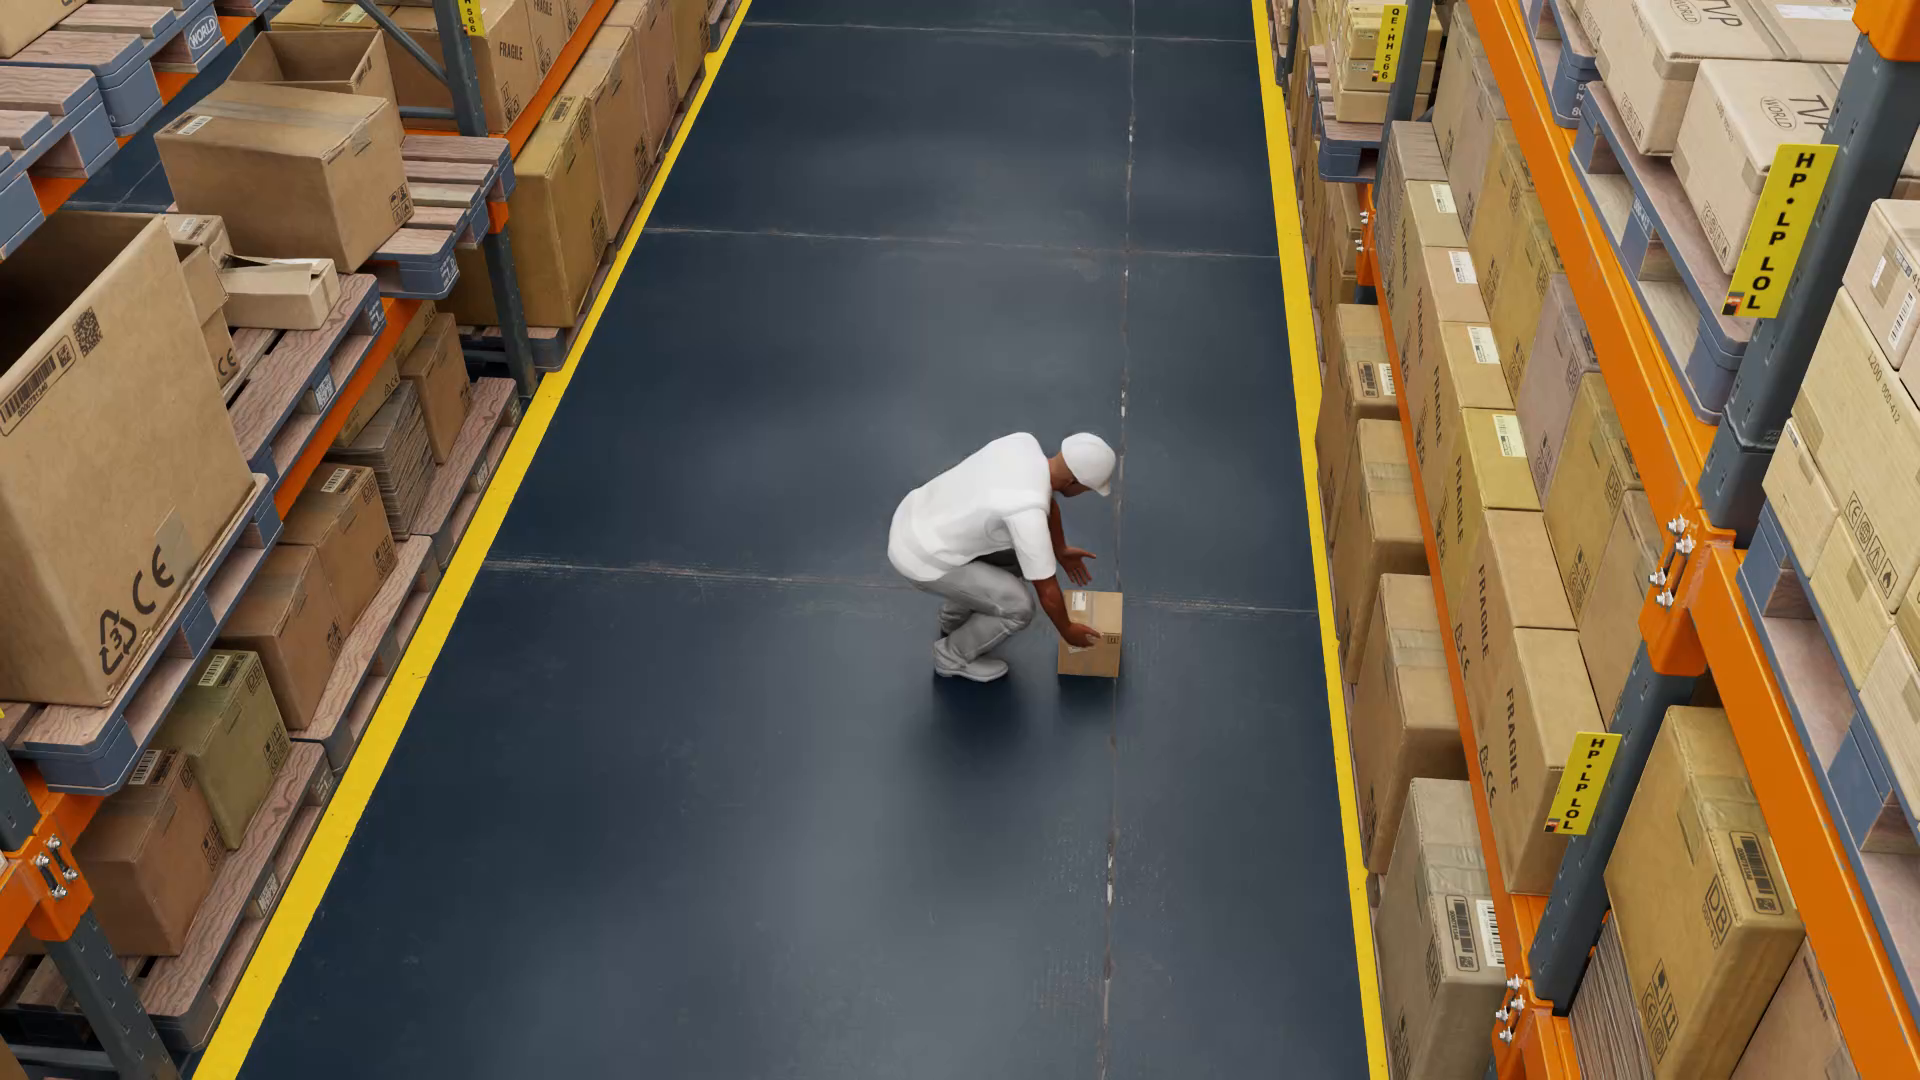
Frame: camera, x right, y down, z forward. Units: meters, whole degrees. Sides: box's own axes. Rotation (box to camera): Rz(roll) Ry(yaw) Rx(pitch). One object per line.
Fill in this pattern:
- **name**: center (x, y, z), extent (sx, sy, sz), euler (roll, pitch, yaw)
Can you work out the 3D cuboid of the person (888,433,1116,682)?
- **person**: center (0.159, 0.019, 6.648), extent (0.875, 1.087, 0.602), euler (3, 40, 4)
